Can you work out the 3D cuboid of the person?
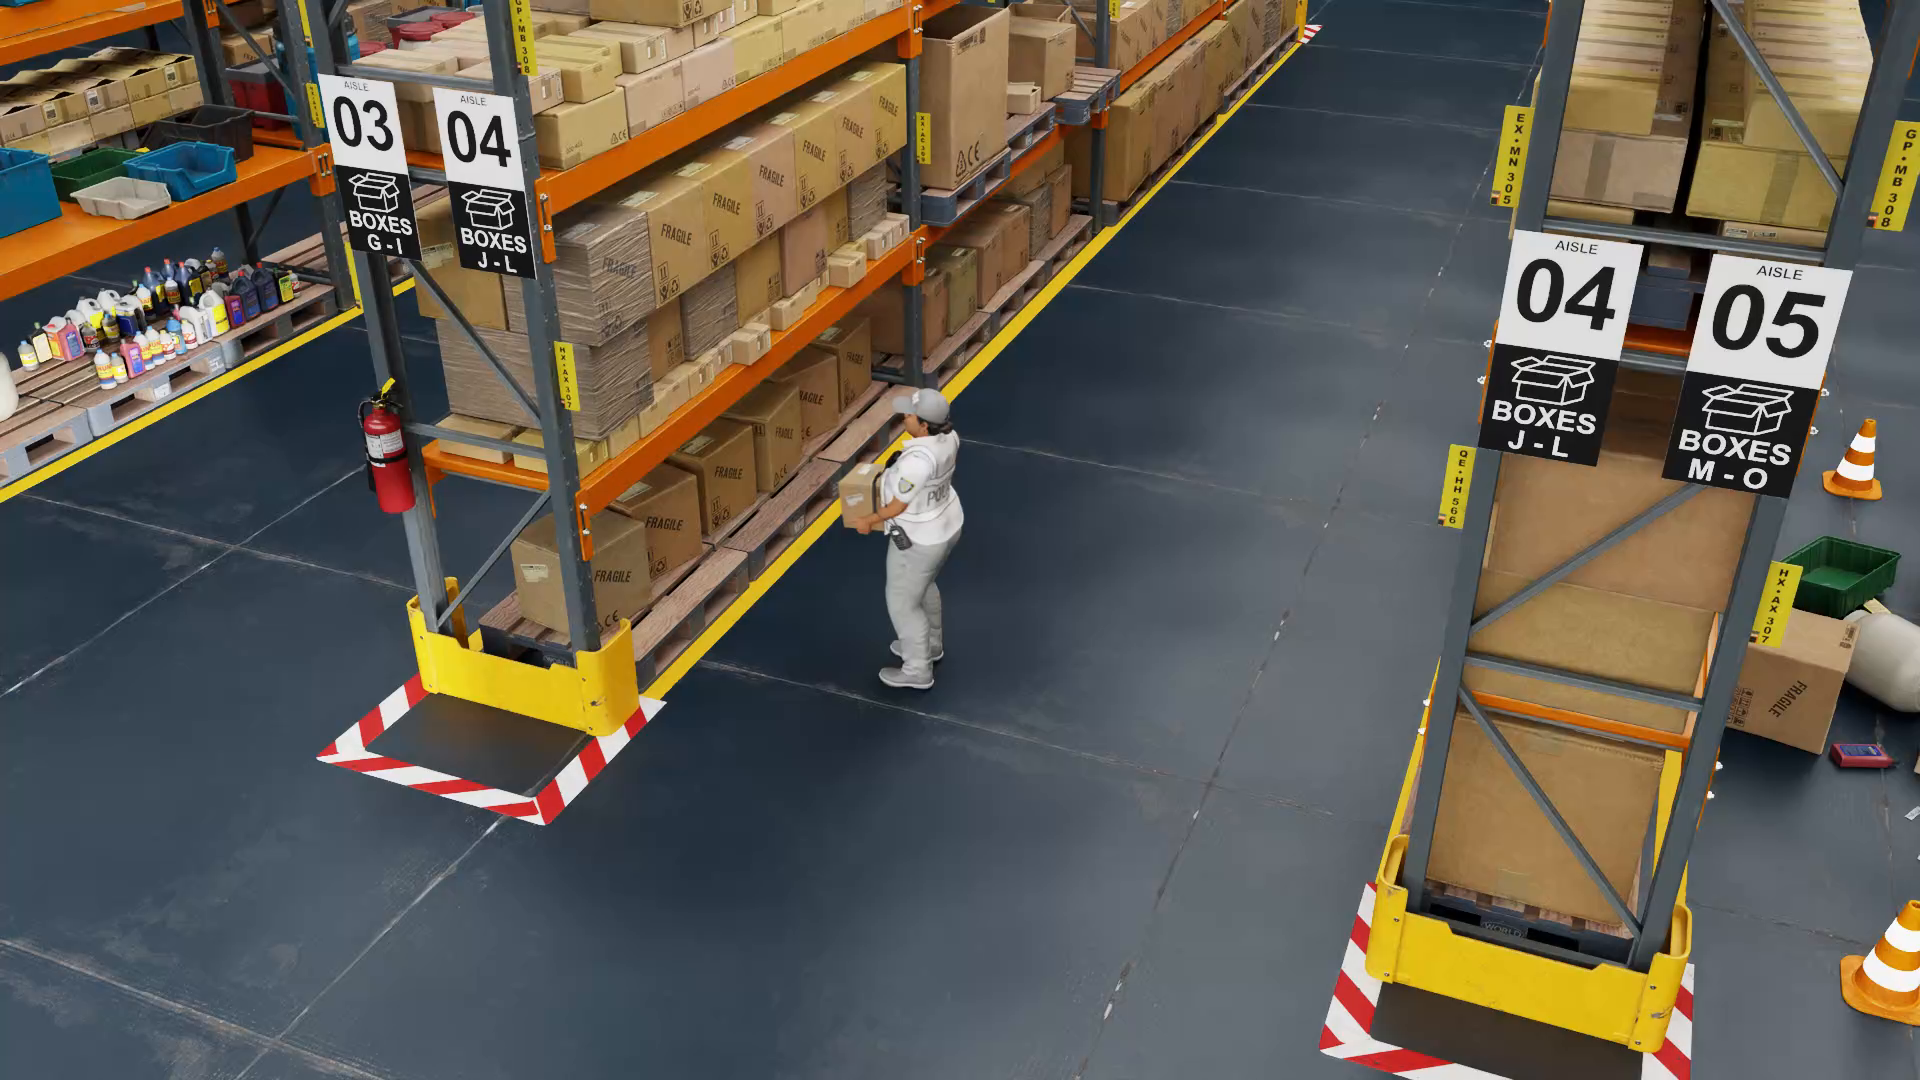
[{"bbox_3d":[-0.276,-0.037,8.462,0.522,1.653,0.453,12,32,19],"label":"person"}]
